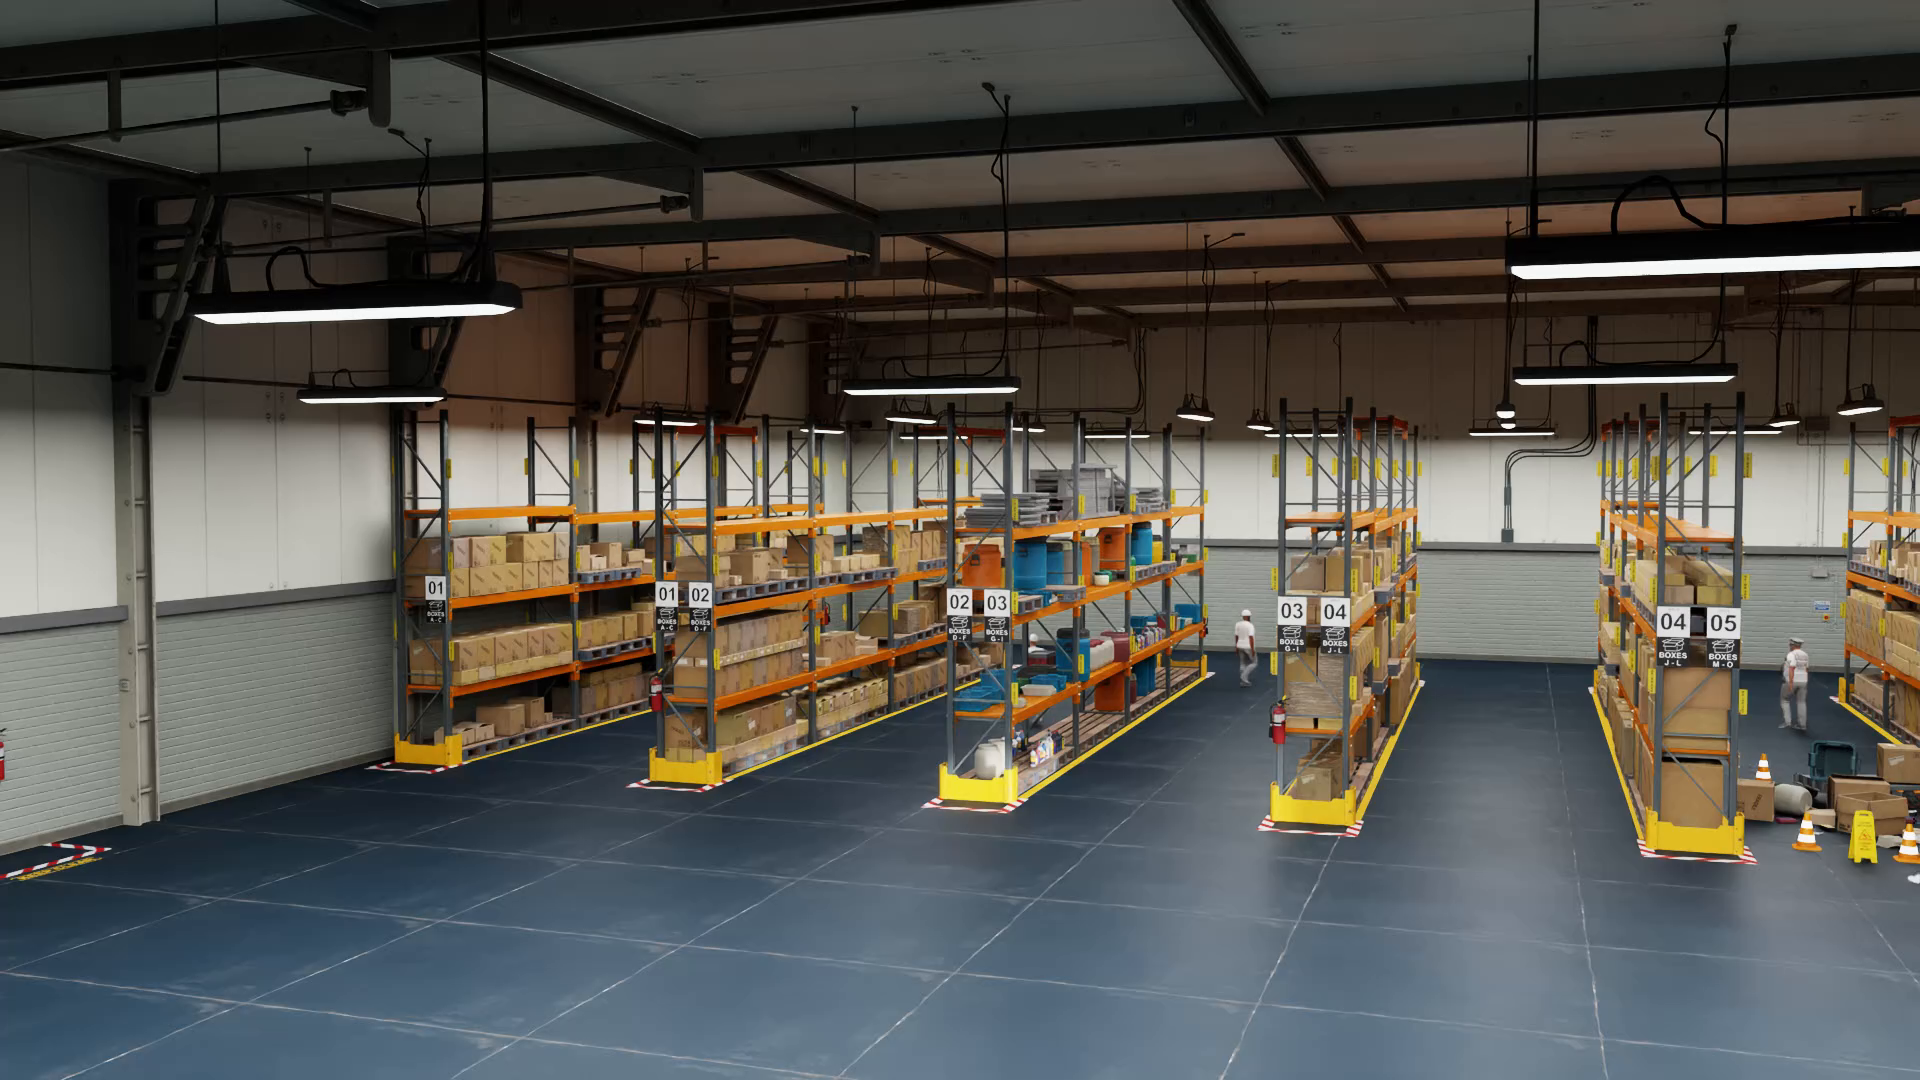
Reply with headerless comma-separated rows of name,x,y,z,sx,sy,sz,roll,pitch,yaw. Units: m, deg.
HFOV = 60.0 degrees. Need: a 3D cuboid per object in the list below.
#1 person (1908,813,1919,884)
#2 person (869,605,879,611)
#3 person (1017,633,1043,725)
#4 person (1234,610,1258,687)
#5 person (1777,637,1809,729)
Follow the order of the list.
person,11.762,3.245,19.887,0.738,1.765,0.583,1,3,18
person,-2.107,2.398,41.229,0.483,1.625,1.049,1,3,19
person,1.418,2.737,32.569,0.607,1.822,0.627,-1,3,-25
person,6.533,2.484,38.156,0.490,1.765,0.598,-2,3,-38
person,16.065,2.779,31.898,0.550,1.815,0.547,0,2,-1
